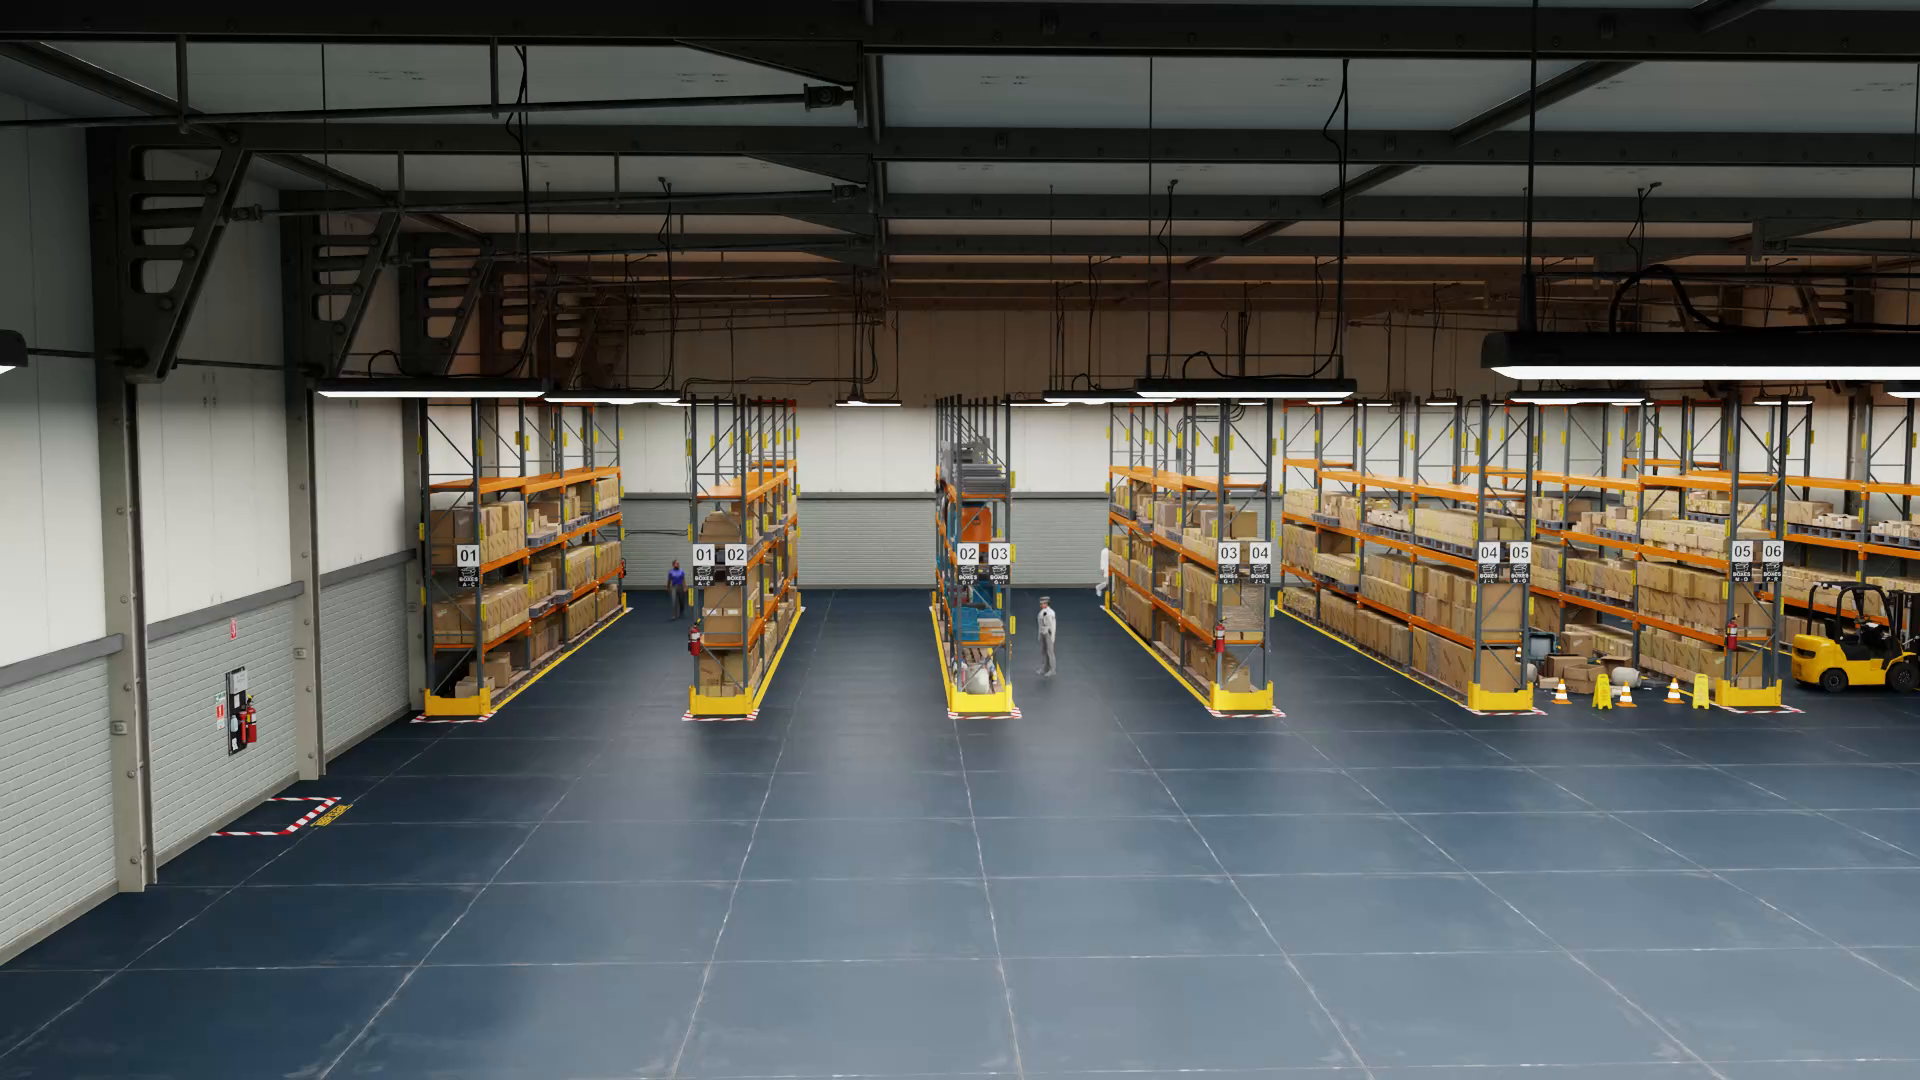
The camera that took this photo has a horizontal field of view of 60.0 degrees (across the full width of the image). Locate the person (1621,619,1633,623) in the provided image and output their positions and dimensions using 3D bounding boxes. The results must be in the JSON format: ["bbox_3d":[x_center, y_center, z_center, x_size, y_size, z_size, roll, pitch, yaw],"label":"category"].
[{"bbox_3d":[17.961,1.412,44.534,0.447,1.710,0.558,1,5,18],"label":"person"}]

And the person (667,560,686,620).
[{"bbox_3d":[-7.739,1.341,45.406,0.516,1.605,0.951,-1,5,-7],"label":"person"}]

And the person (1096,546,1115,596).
[{"bbox_3d":[4.470,0.898,50.053,0.710,1.736,0.589,4,6,43],"label":"person"}]

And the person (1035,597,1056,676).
[{"bbox_3d":[1.823,2.045,35.535,0.371,1.669,0.548,-3,5,-31],"label":"person"}]
